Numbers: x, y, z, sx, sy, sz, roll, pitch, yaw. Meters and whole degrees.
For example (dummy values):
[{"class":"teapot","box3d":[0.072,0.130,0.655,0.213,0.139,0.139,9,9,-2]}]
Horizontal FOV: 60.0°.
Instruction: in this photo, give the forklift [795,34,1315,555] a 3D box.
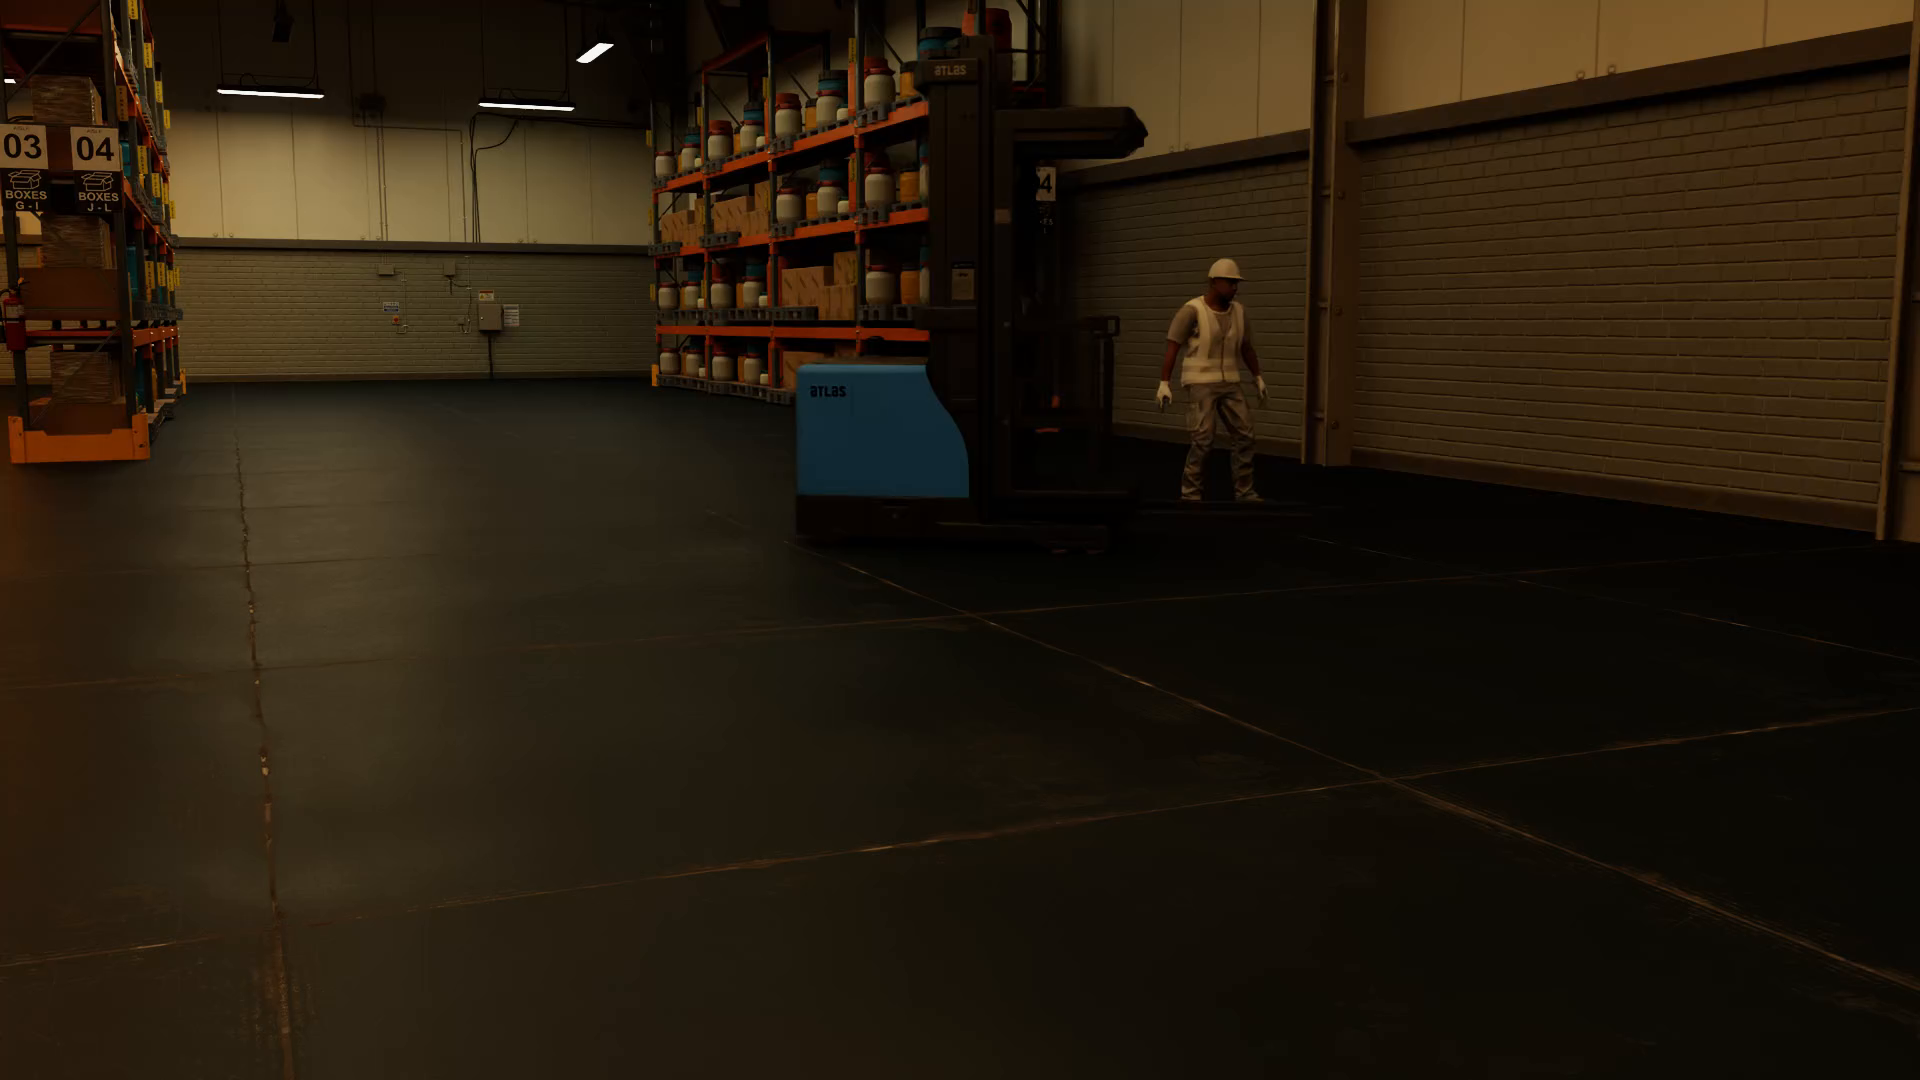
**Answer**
[{"class":"forklift","box3d":[0.584,-1.444,9.895,3.031,2.935,1.130,1,8,9]}]

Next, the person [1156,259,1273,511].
[{"class":"person","box3d":[1.794,-1.066,11.551,0.860,1.749,0.432,-4,8,-25]}]
